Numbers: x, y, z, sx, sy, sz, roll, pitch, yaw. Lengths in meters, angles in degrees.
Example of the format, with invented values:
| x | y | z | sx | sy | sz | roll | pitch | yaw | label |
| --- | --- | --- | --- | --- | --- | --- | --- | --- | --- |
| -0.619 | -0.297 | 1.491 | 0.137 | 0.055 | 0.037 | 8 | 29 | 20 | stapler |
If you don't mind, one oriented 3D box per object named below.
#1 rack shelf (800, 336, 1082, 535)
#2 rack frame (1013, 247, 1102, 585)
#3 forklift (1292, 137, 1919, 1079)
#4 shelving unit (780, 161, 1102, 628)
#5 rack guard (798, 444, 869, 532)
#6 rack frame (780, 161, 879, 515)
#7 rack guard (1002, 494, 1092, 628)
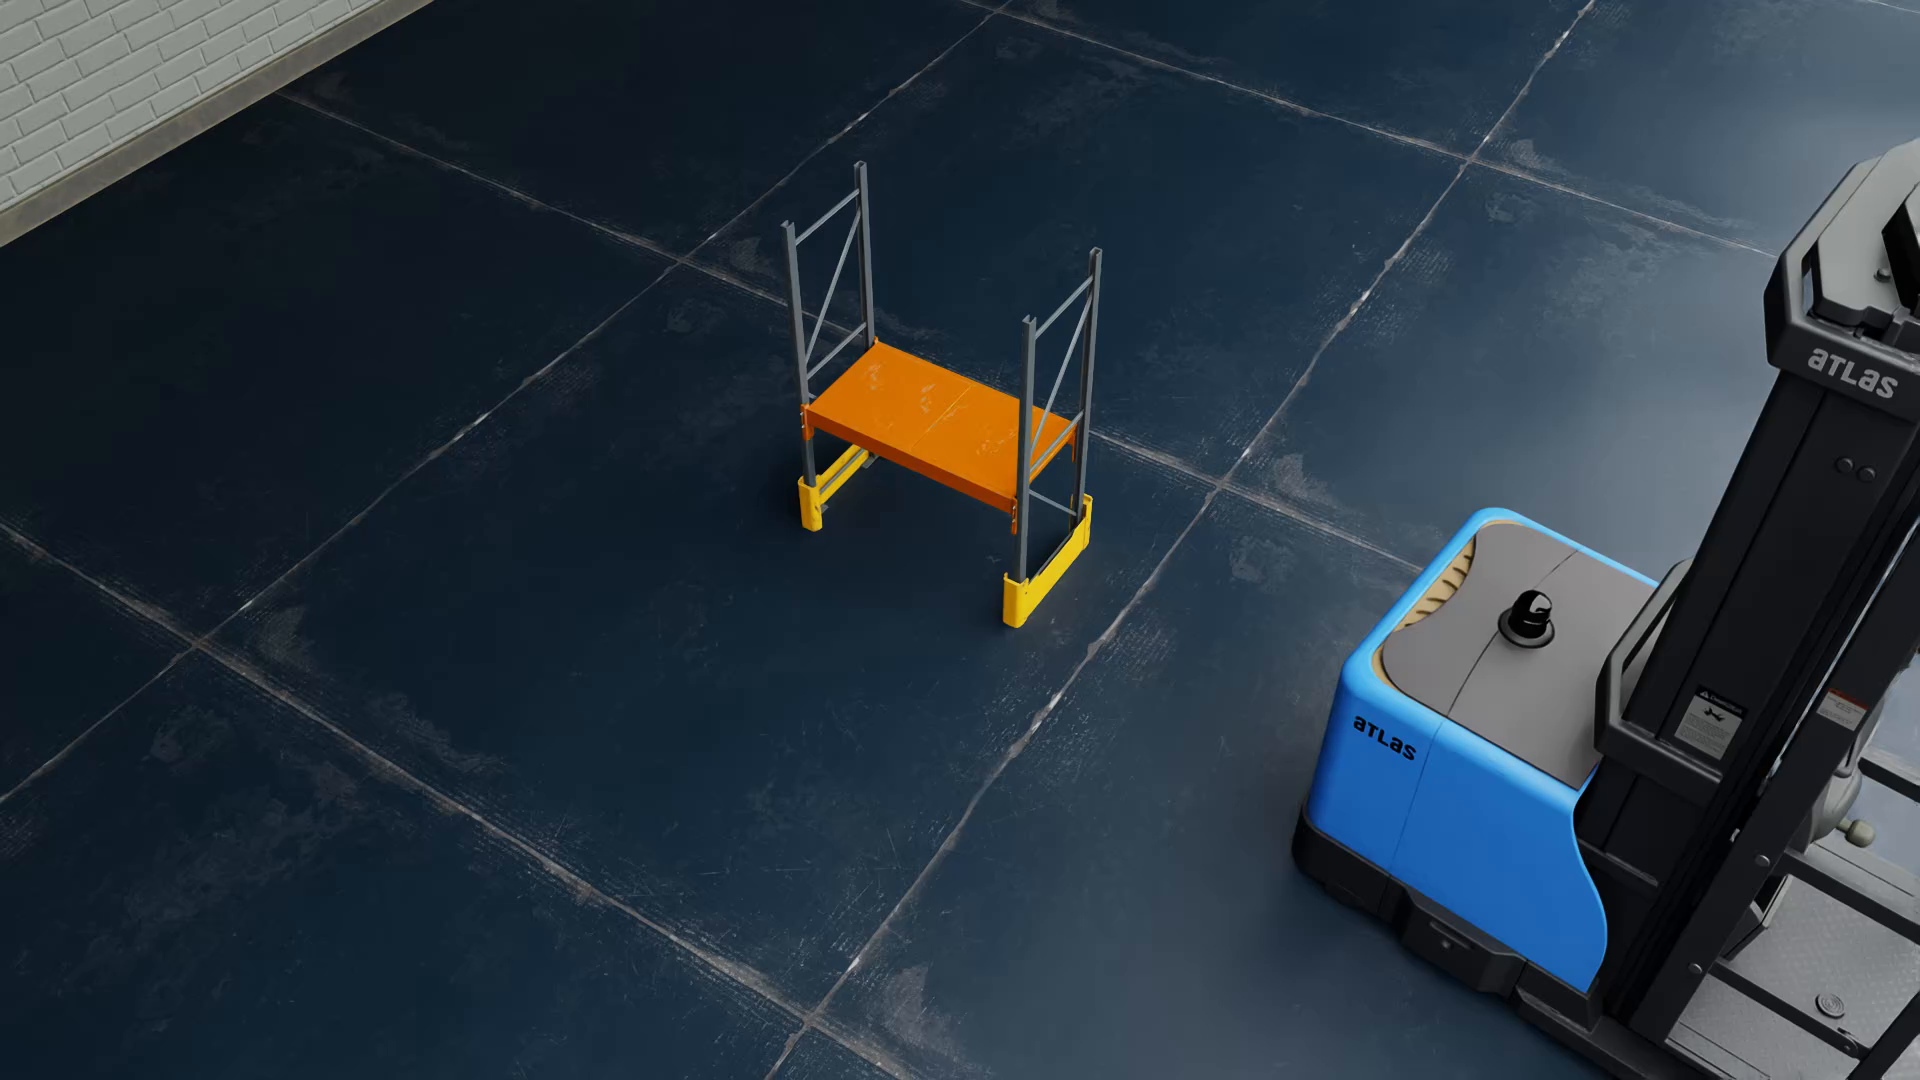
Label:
| x | y | z | sx | sy | sz | roll | pitch | yaw | label |
| --- | --- | --- | --- | --- | --- | --- | --- | --- | --- |
| -0.072 | -0.430 | 6.595 | 1.000 | 0.185 | 0.538 | 25 | 51 | 22 | rack shelf |
| 0.356 | -0.359 | 6.275 | 0.032 | 1.500 | 0.500 | 25 | 51 | 22 | rack frame |
| 2.618 | 0.531 | 4.412 | 3.031 | 2.935 | 1.130 | 31 | 53 | 26 | forklift |
| -0.064 | -0.552 | 6.463 | 1.083 | 1.500 | 0.587 | 25 | 51 | 22 | shelving unit |
| -0.483 | -0.309 | 7.098 | 0.087 | 0.250 | 0.587 | 25 | 51 | 22 | rack guard |
| -0.500 | -0.753 | 6.657 | 0.032 | 1.500 | 0.500 | 25 | 51 | 22 | rack frame |
| 0.355 | 0.076 | 6.724 | 0.087 | 0.250 | 0.587 | 25 | 51 | 22 | rack guard |
